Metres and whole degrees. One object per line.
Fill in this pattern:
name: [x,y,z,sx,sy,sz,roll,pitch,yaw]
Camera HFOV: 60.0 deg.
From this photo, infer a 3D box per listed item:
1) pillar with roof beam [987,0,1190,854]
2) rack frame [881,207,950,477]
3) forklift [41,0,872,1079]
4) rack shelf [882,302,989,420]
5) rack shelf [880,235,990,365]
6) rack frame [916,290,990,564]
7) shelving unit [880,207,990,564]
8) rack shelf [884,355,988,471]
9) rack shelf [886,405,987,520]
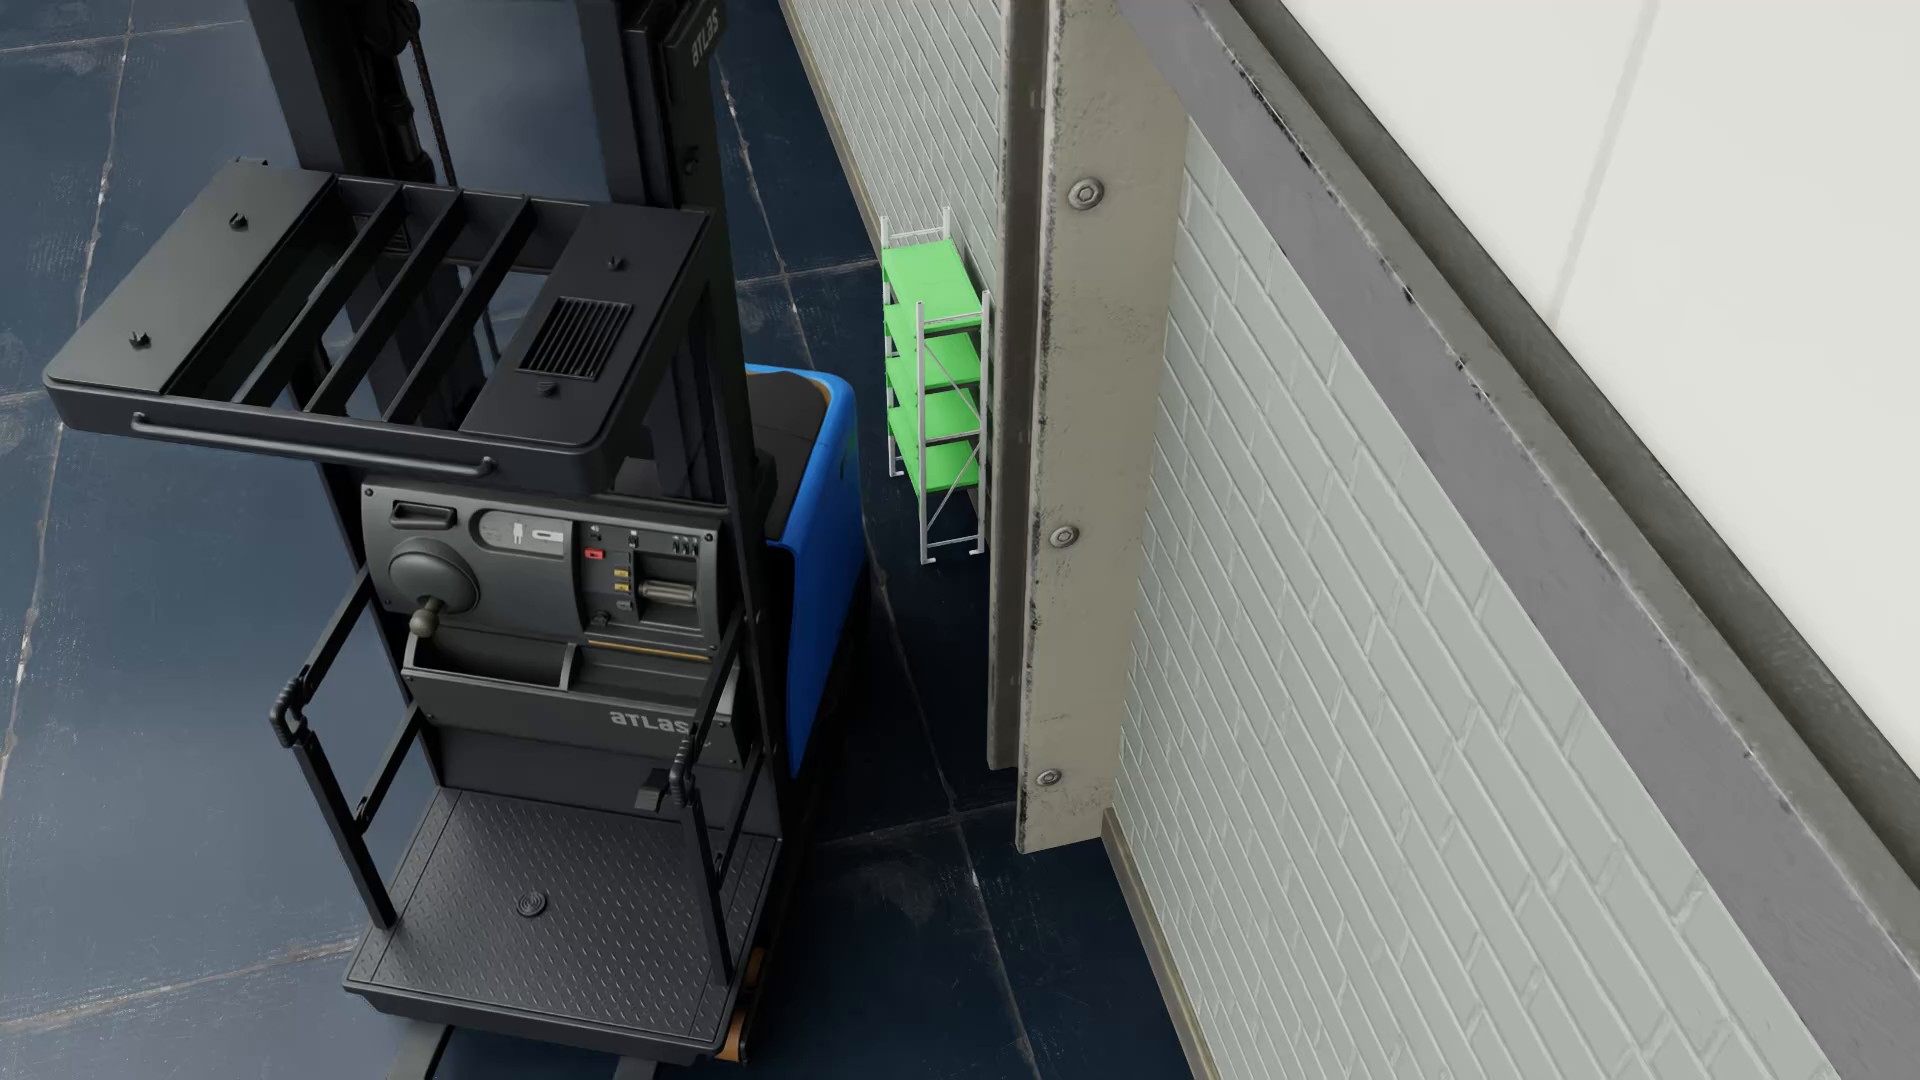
pillar with roof beam: [-3.875,-1.530,1.449,9.100,9.000,0.400,-11,47,-10]
rack frame: [-0.154,-0.693,6.088,0.240,1.200,0.015,-11,47,-11]
forklift: [-1.087,0.177,4.024,1.130,2.935,3.031,7,46,7]
rack shelf: [-0.089,-0.648,5.798,0.258,0.148,0.480,-11,47,-11]
rack shelf: [-0.087,-0.817,5.627,0.258,0.148,0.480,-11,47,-11]
rack frame: [-0.025,-0.357,5.759,0.240,1.200,0.015,-11,47,-11]
shelving unit: [-0.089,-0.525,5.924,0.258,1.200,0.503,-11,47,-11]
rack shelf: [-0.090,-0.480,5.969,0.258,0.148,0.480,-11,47,-11]
rack shelf: [-0.091,-0.312,6.140,0.258,0.148,0.480,-11,47,-11]
